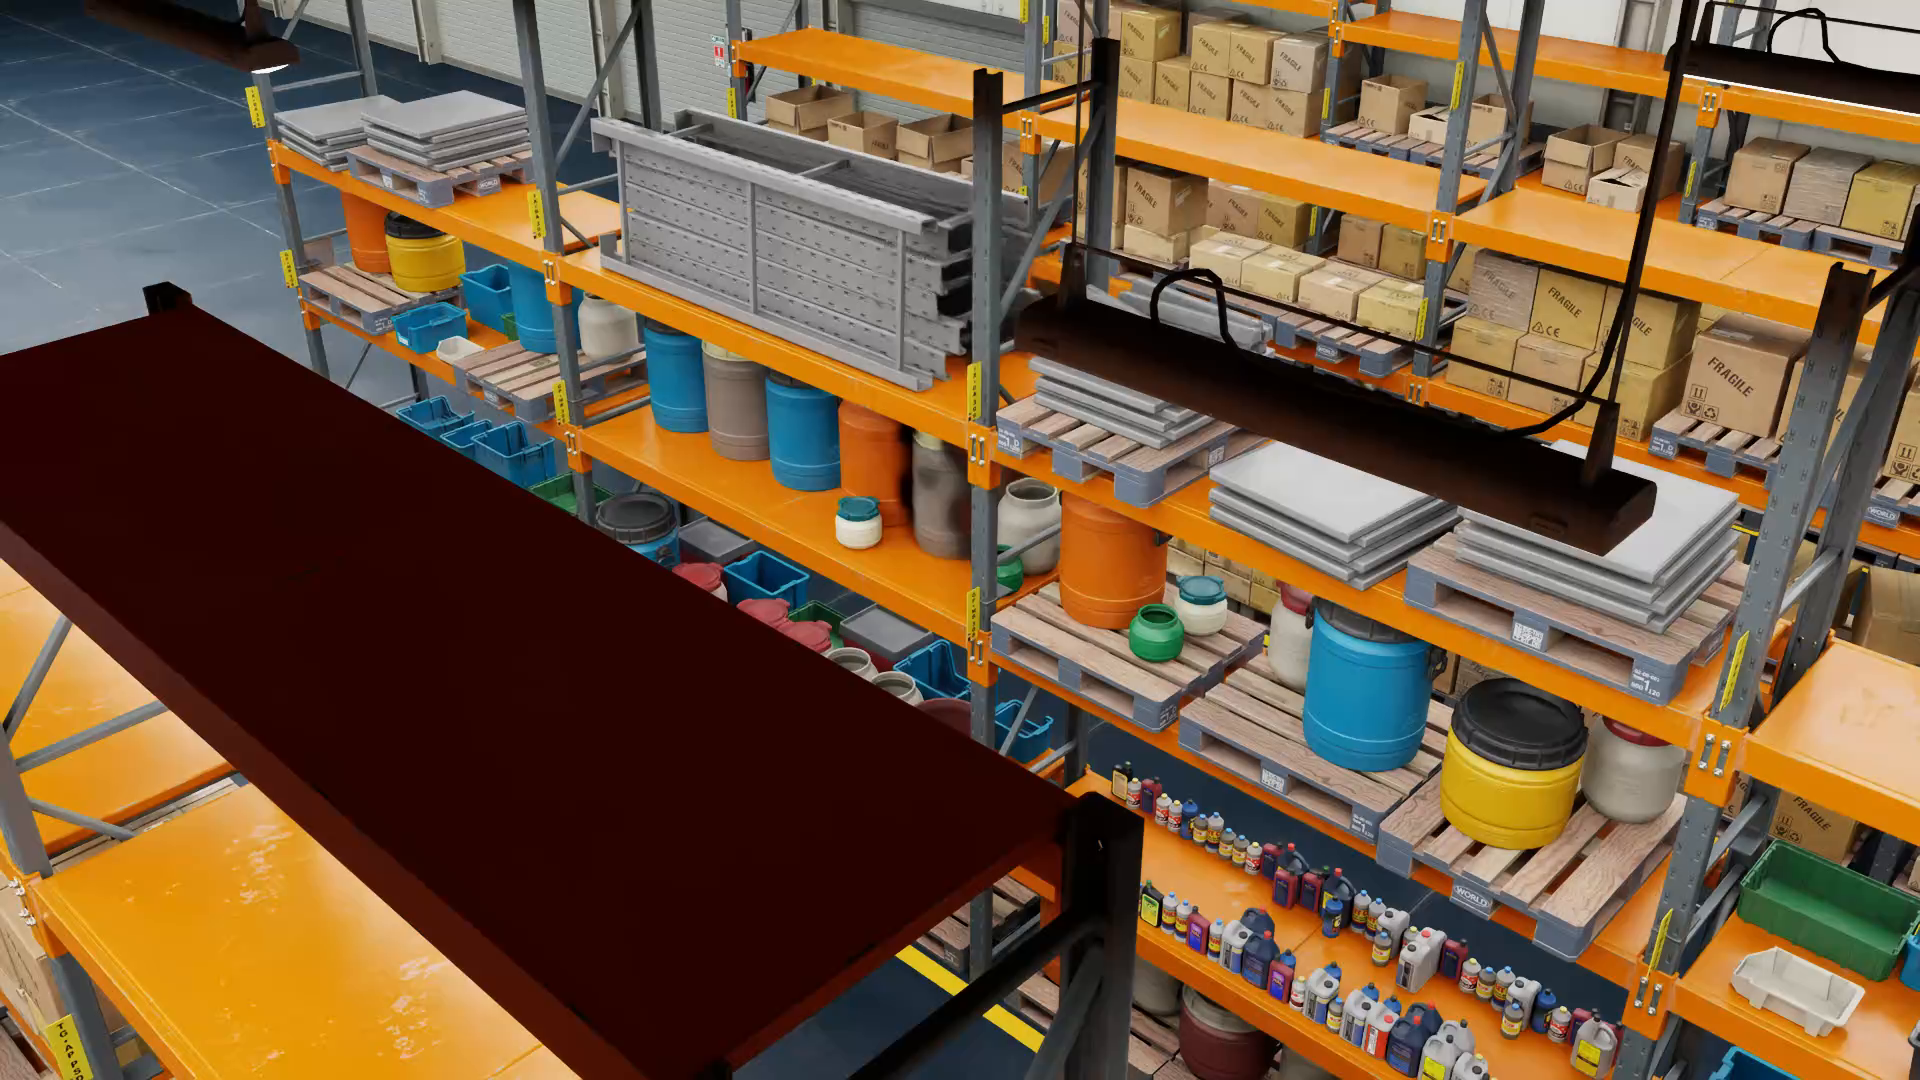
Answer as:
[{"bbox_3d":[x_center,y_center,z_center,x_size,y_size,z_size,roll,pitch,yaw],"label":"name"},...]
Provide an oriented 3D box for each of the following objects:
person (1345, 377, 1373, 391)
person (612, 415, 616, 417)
[{"bbox_3d":[4.022,-1.289,16.943,0.523,1.549,0.532,21,35,32],"label":"person"},{"bbox_3d":[-4.213,-2.041,18.274,0.709,1.565,0.587,-19,35,-30],"label":"person"}]
